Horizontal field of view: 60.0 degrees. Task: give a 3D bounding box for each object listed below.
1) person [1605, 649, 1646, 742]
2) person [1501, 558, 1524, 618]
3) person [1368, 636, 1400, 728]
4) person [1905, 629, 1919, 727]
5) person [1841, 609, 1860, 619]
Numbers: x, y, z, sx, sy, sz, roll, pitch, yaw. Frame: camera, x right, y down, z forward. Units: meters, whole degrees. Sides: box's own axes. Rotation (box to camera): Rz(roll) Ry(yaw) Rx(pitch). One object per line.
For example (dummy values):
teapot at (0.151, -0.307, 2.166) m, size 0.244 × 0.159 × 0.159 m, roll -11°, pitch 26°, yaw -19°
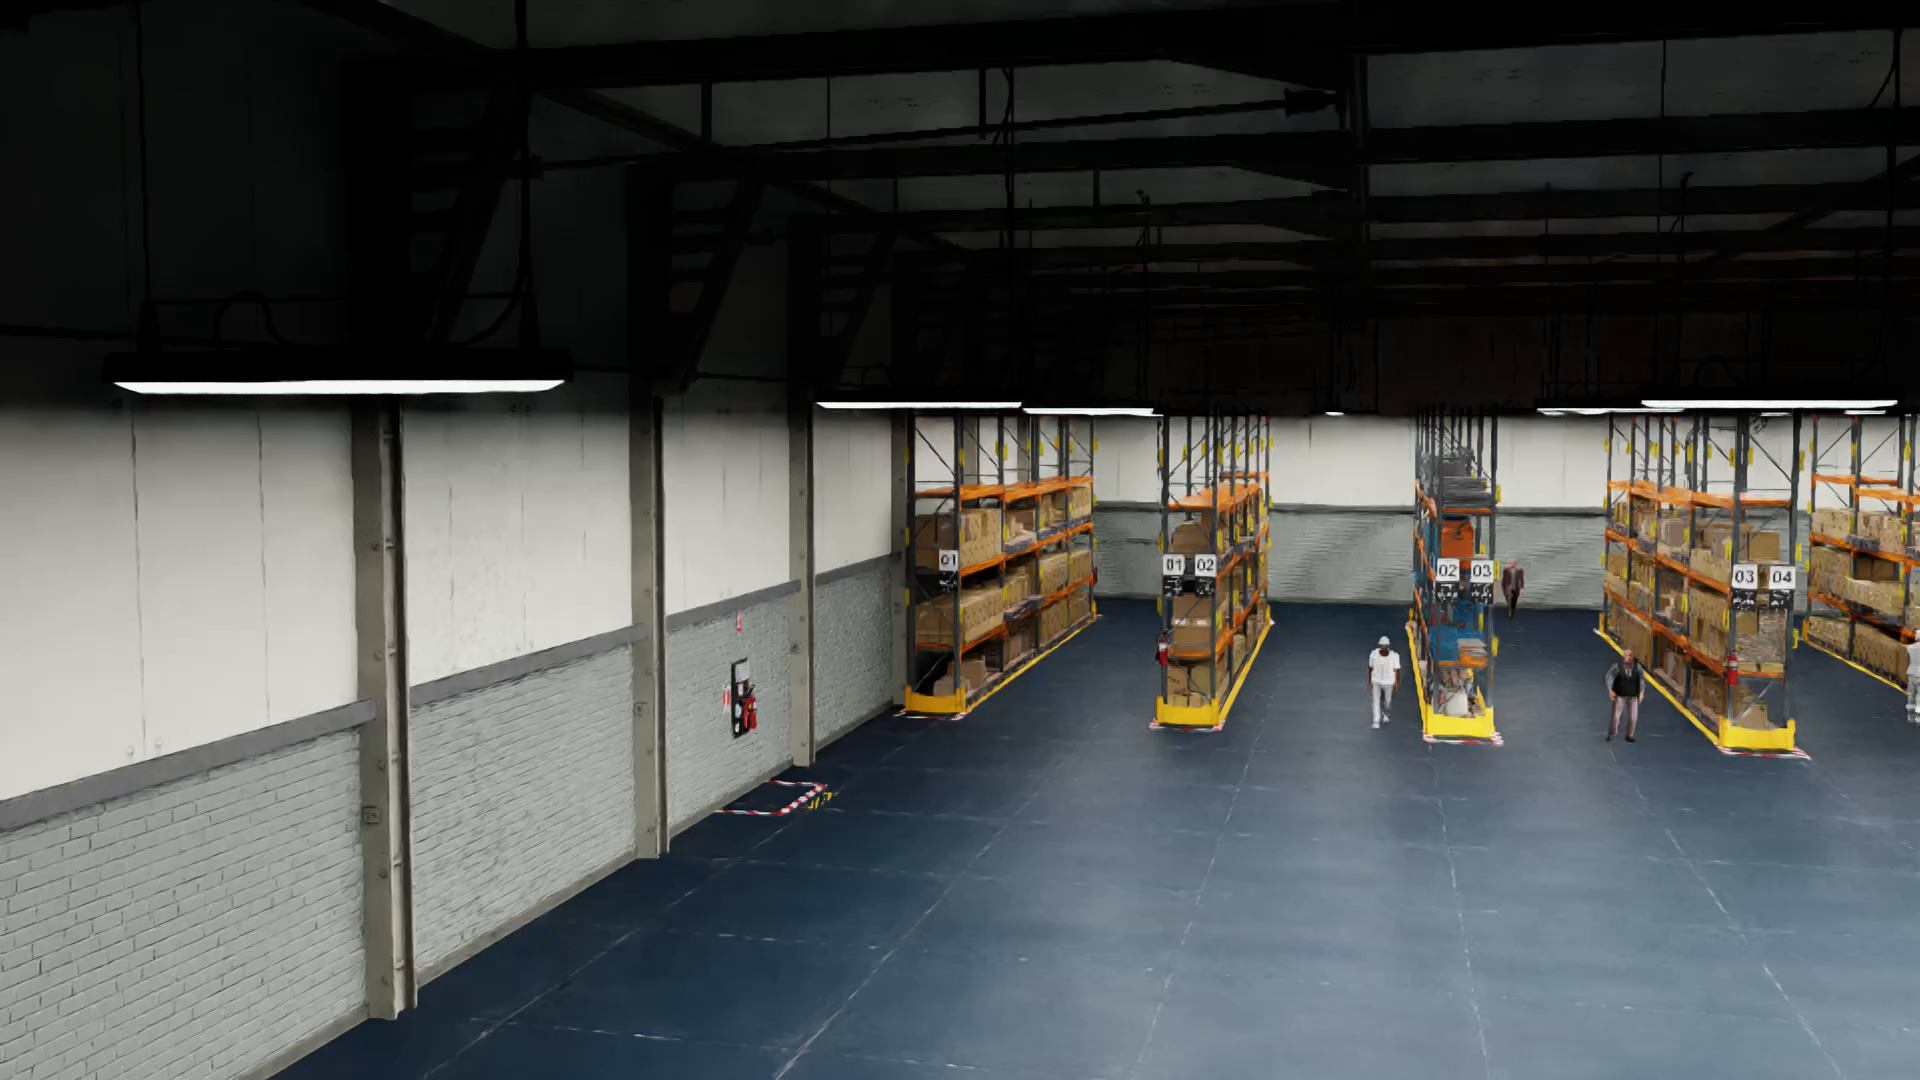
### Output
person at (11.786, 2.751, 29.459) m, size 0.672 × 1.671 × 0.534 m, roll 1°, pitch 4°, yaw 11°
person at (15.927, 1.421, 47.895) m, size 0.603 × 1.626 × 1.111 m, roll 1°, pitch 4°, yaw 13°
person at (7.872, 2.615, 30.871) m, size 0.577 × 1.687 × 1.116 m, roll 1°, pitch 4°, yaw 13°
person at (17.908, 2.555, 30.992) m, size 0.442 × 1.792 × 0.606 m, roll -1°, pitch 4°, yaw -18°
person at (24.353, 1.533, 45.499) m, size 0.618 × 1.784 × 0.567 m, roll -2°, pitch 4°, yaw -20°
